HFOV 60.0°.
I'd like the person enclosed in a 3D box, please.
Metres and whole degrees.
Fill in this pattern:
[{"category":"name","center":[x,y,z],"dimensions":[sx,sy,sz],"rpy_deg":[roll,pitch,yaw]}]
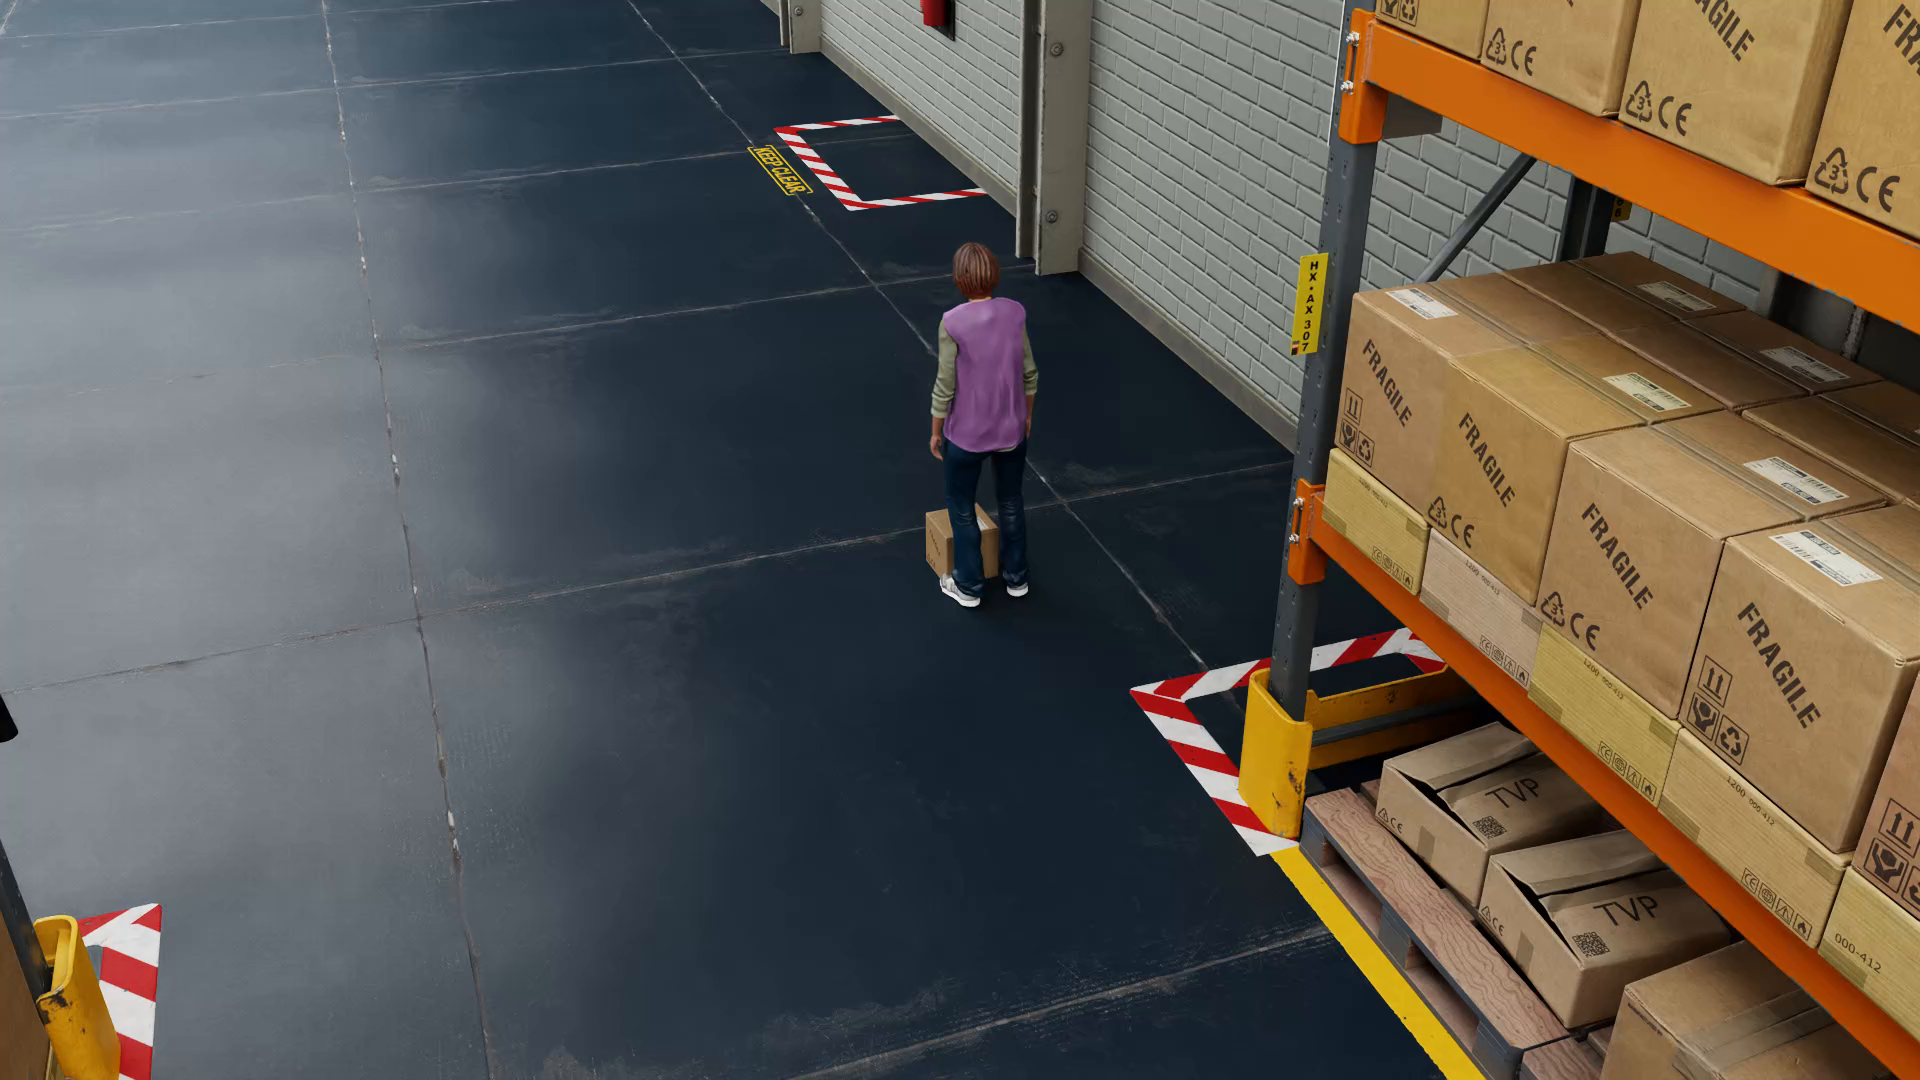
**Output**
[{"category":"person","center":[0.098,-0.452,6.915],"dimensions":[0.467,1.593,0.350],"rpy_deg":[-11,32,-18]}]
